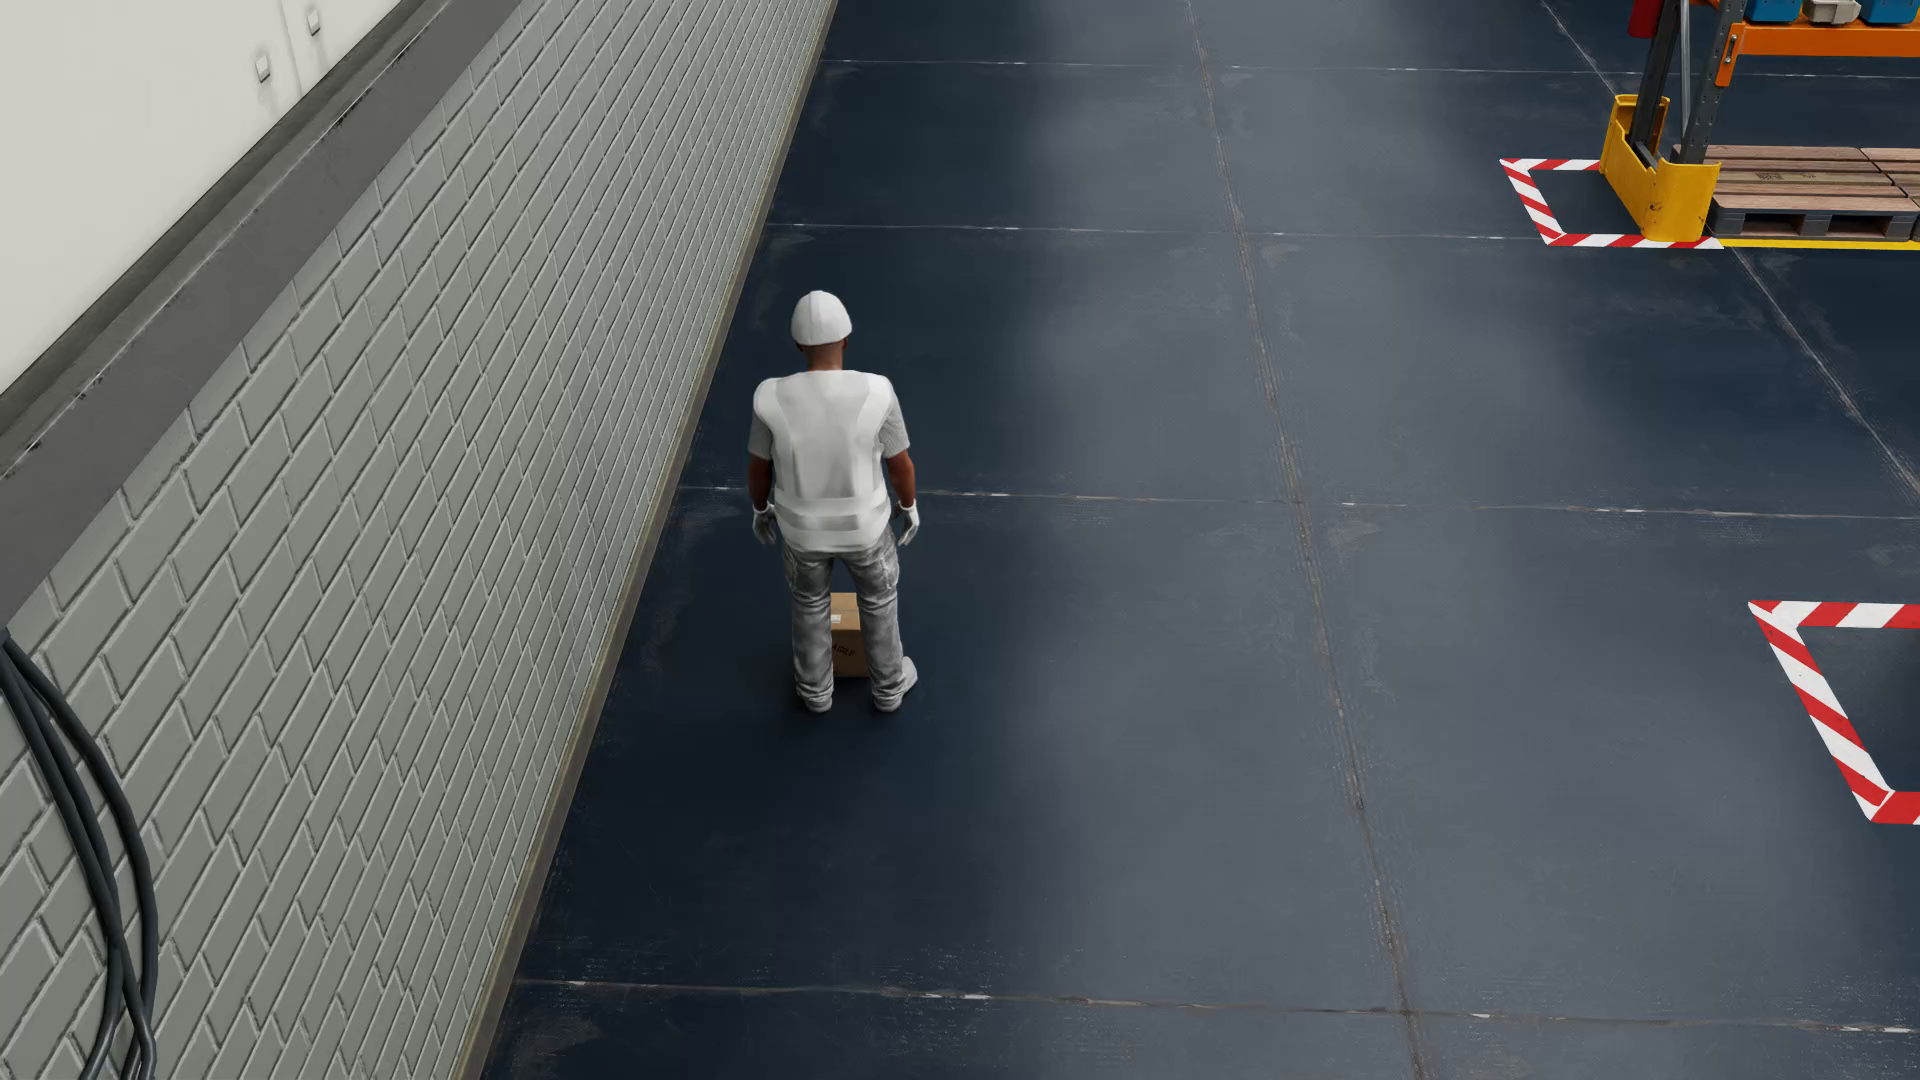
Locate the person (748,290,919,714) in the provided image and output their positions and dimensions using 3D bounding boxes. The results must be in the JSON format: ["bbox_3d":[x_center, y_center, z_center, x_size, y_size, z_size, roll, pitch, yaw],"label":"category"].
[{"bbox_3d":[-0.471,-0.096,6.271,0.633,1.775,0.448,0,35,0],"label":"person"}]
